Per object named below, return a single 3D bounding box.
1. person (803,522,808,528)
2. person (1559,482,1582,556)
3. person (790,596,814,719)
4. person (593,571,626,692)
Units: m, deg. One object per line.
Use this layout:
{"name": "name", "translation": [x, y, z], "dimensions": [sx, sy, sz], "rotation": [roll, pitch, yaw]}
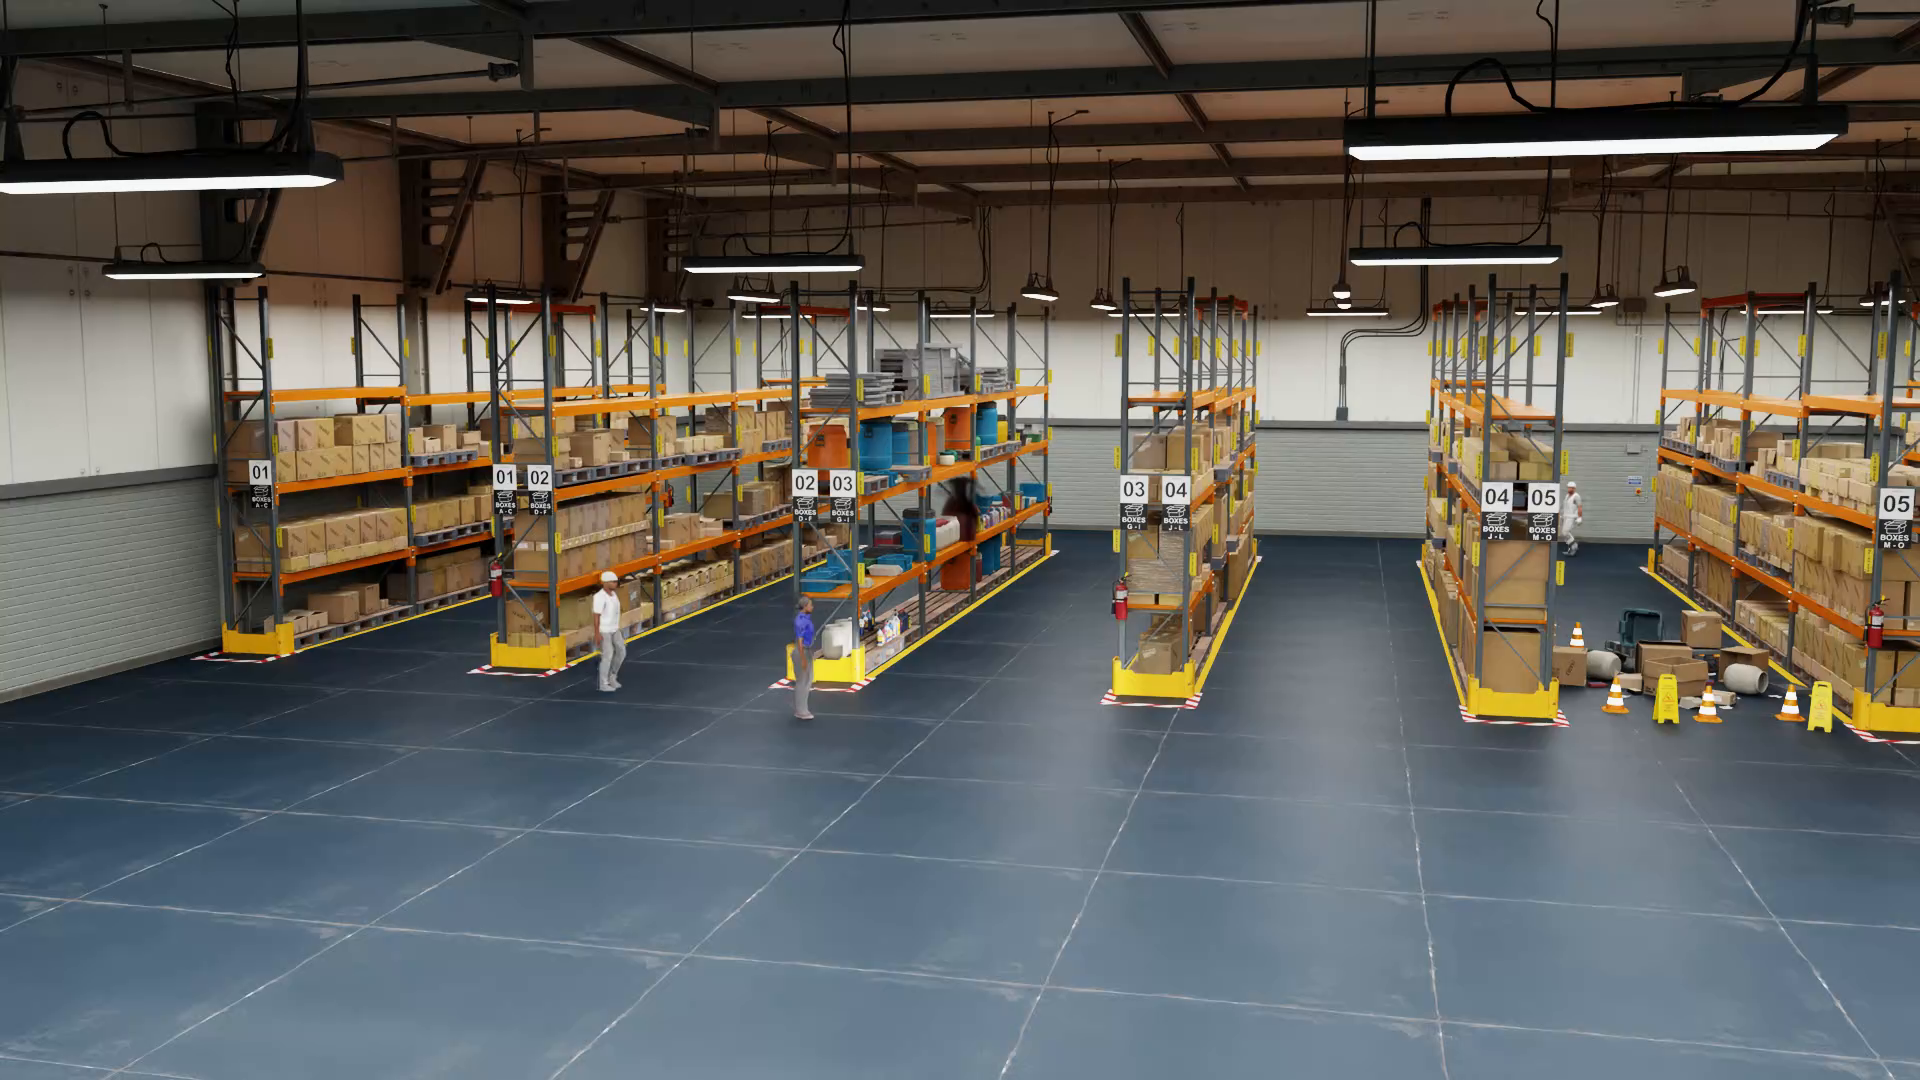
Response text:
{"name": "person", "translation": [-4.041, -0.701, 42.853], "dimensions": [0.368, 1.609, 0.495], "rotation": [3, 7, 28]}
{"name": "person", "translation": [14.712, -0.516, 40.193], "dimensions": [0.446, 1.794, 0.540], "rotation": [-1, 7, -8]}
{"name": "person", "translation": [-2.139, 1.633, 22.659], "dimensions": [0.322, 1.723, 0.545], "rotation": [0, 7, 2]}
{"name": "person", "translation": [-5.177, 1.338, 24.408], "dimensions": [0.392, 1.762, 0.692], "rotation": [2, 7, 16]}
